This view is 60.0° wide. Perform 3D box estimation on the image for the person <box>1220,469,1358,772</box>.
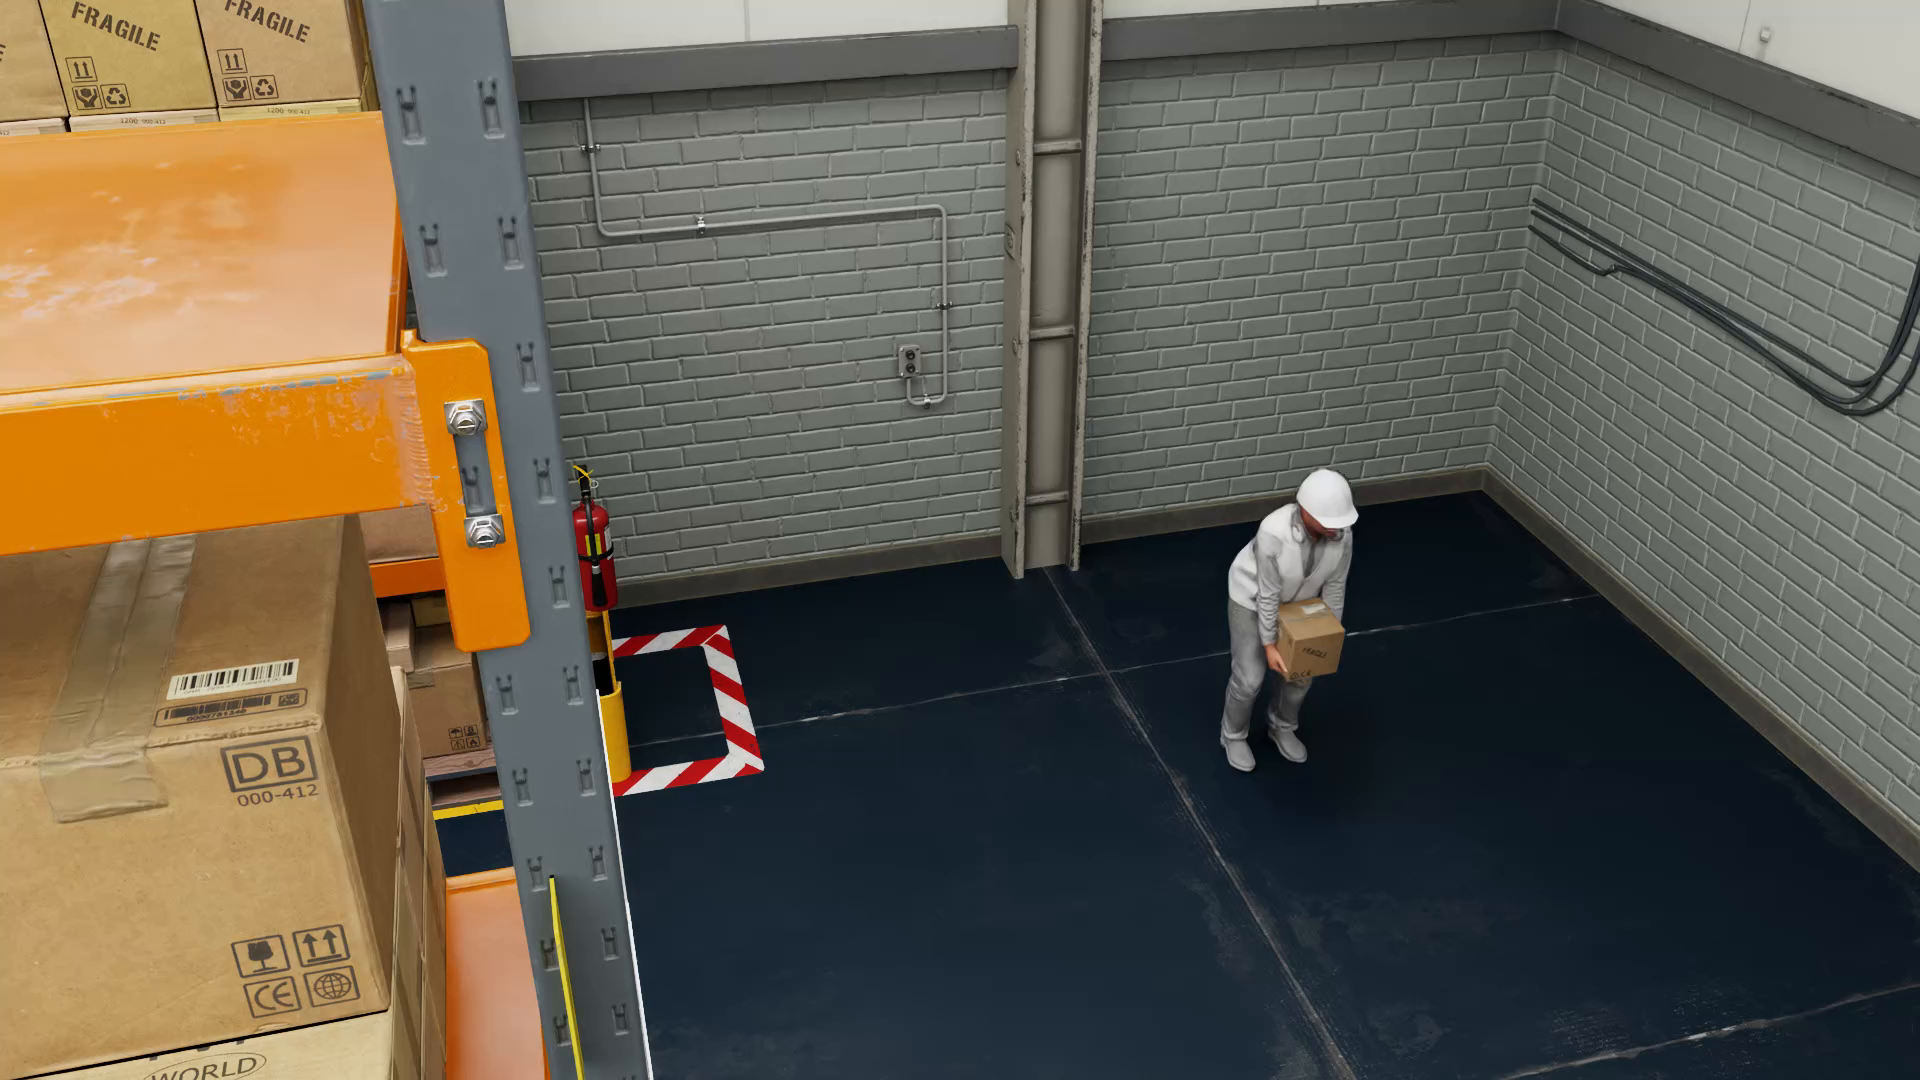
[{"bbox_3d":[1.527,0.357,7.684,0.472,1.693,0.676,-8,31,-14],"label":"person"}]
